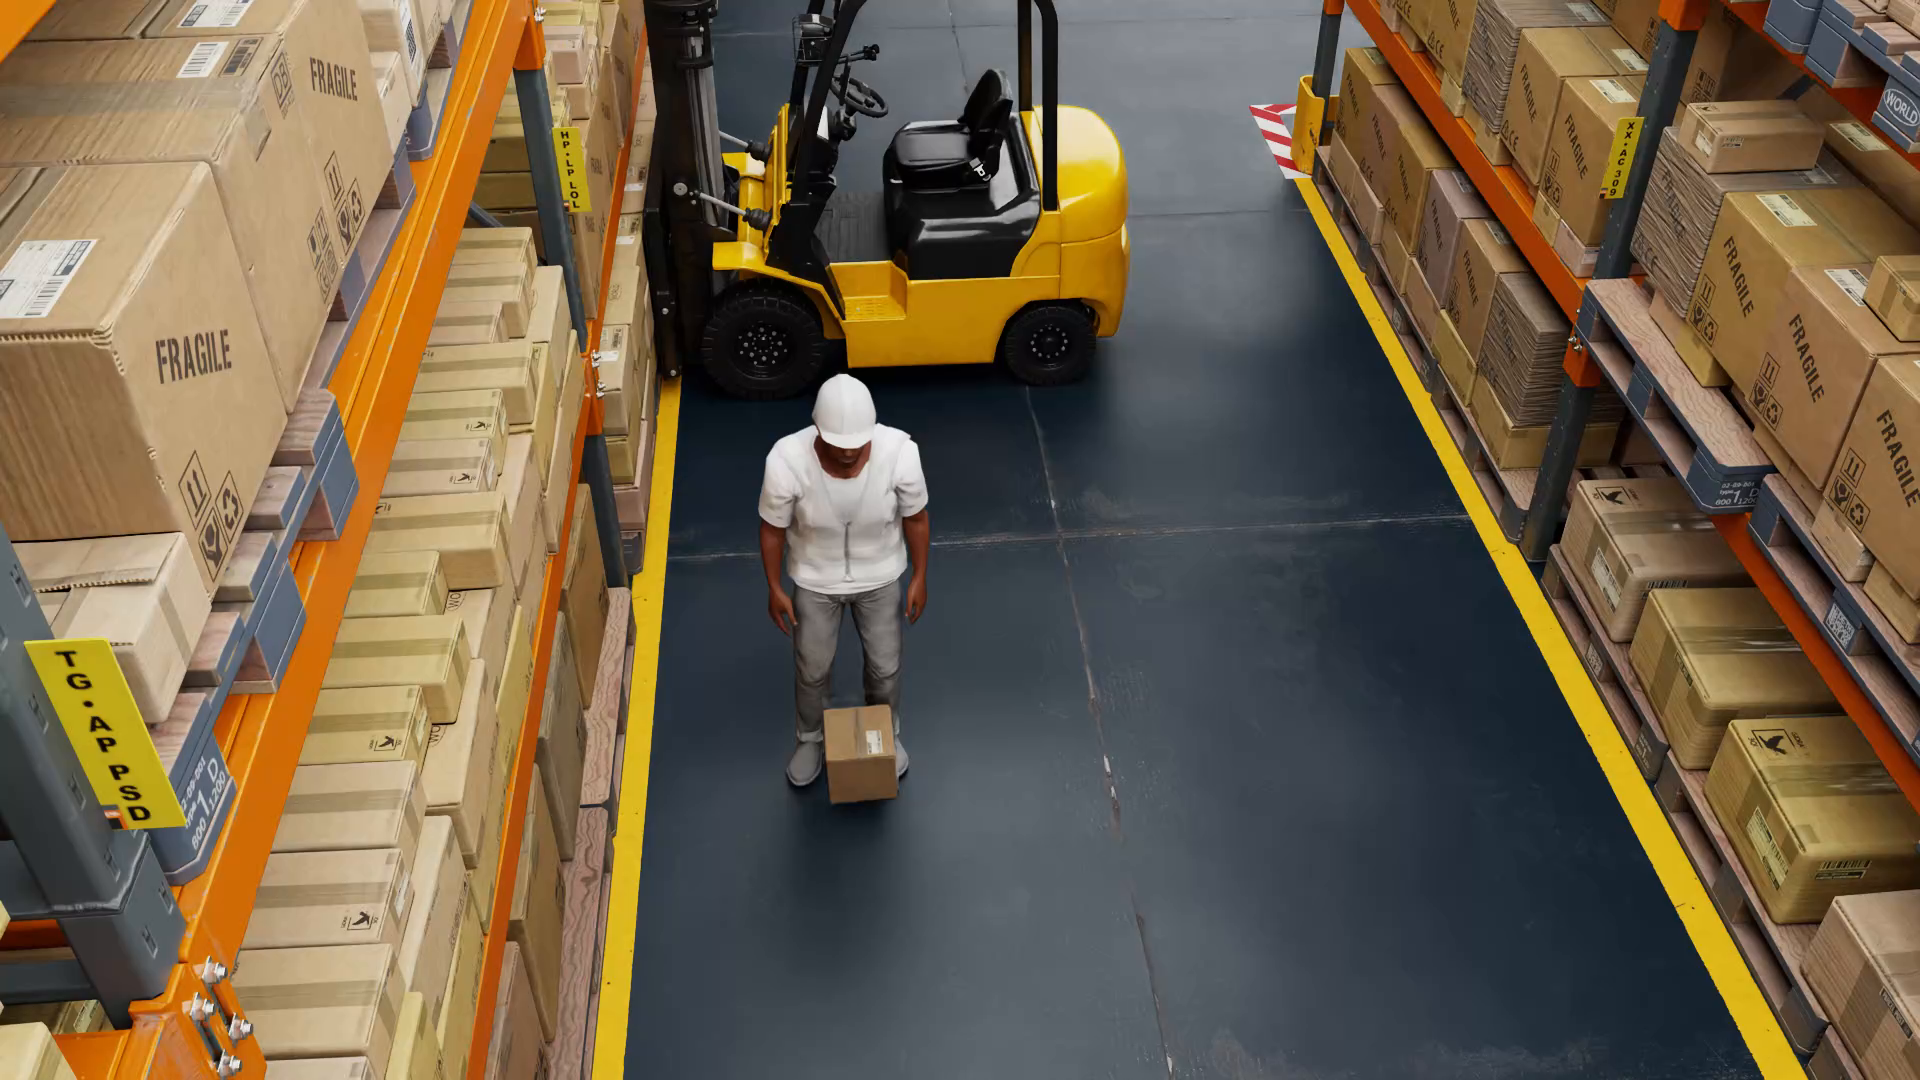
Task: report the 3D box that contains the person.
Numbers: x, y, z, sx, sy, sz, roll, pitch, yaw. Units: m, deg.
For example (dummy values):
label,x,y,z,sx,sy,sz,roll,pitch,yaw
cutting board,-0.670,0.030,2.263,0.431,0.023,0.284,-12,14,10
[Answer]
label,x,y,z,sx,sy,sz,roll,pitch,yaw
person,-0.400,0.145,5.960,0.613,1.760,0.456,-4,39,-6
